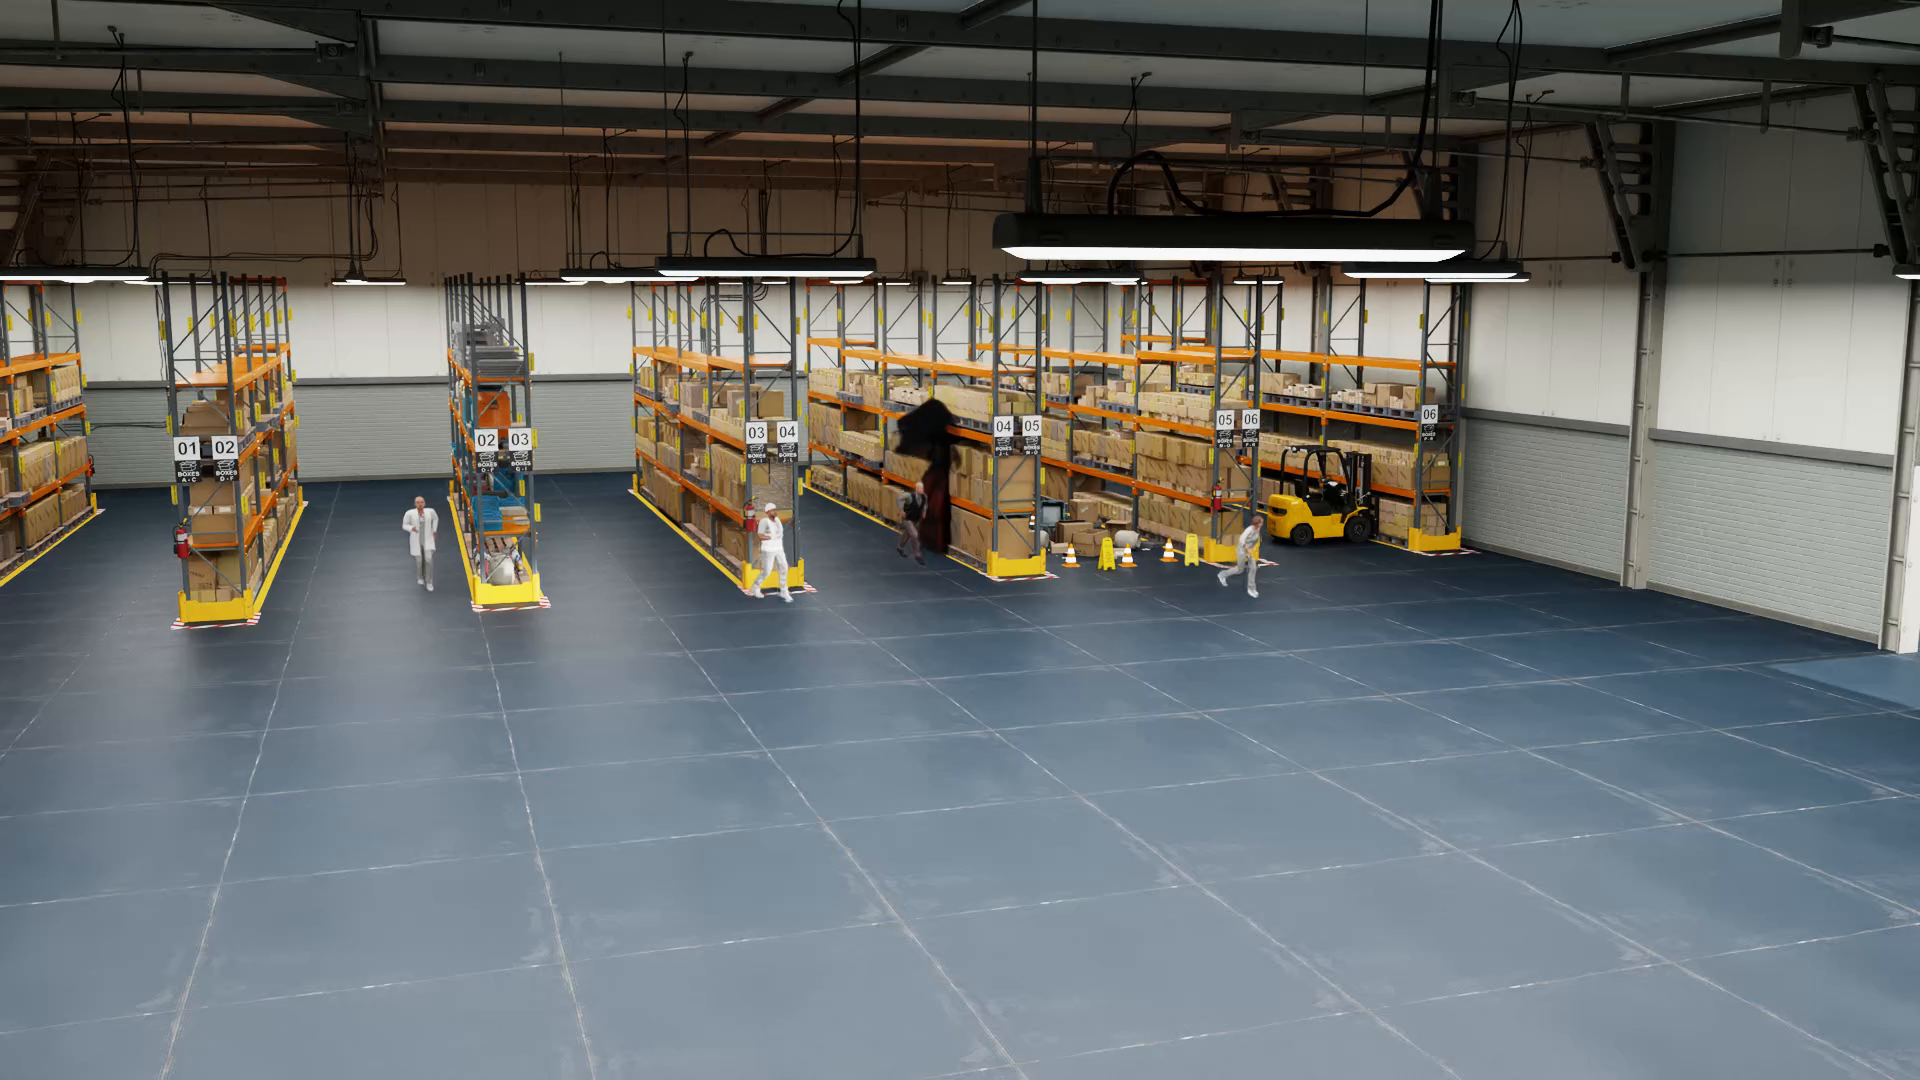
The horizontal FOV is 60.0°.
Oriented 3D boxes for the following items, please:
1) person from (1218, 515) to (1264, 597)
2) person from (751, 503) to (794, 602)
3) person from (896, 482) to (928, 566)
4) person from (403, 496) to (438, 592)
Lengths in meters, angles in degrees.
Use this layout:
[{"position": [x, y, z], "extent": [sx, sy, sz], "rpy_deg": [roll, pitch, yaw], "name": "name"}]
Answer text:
[{"position": [5.297, 0.277, 31.326], "extent": [0.882, 1.549, 0.559], "rpy_deg": [6, 10, 33], "name": "person"}, {"position": [-3.482, 0.212, 30.596], "extent": [0.826, 1.801, 0.673], "rpy_deg": [6, 10, 33], "name": "person"}, {"position": [-1.033, -0.369, 33.947], "extent": [0.697, 1.685, 0.991], "rpy_deg": [-6, 10, -34], "name": "person"}, {"position": [-10.300, 0.069, 31.795], "extent": [0.640, 1.835, 0.908], "rpy_deg": [-3, 9, -16], "name": "person"}]
